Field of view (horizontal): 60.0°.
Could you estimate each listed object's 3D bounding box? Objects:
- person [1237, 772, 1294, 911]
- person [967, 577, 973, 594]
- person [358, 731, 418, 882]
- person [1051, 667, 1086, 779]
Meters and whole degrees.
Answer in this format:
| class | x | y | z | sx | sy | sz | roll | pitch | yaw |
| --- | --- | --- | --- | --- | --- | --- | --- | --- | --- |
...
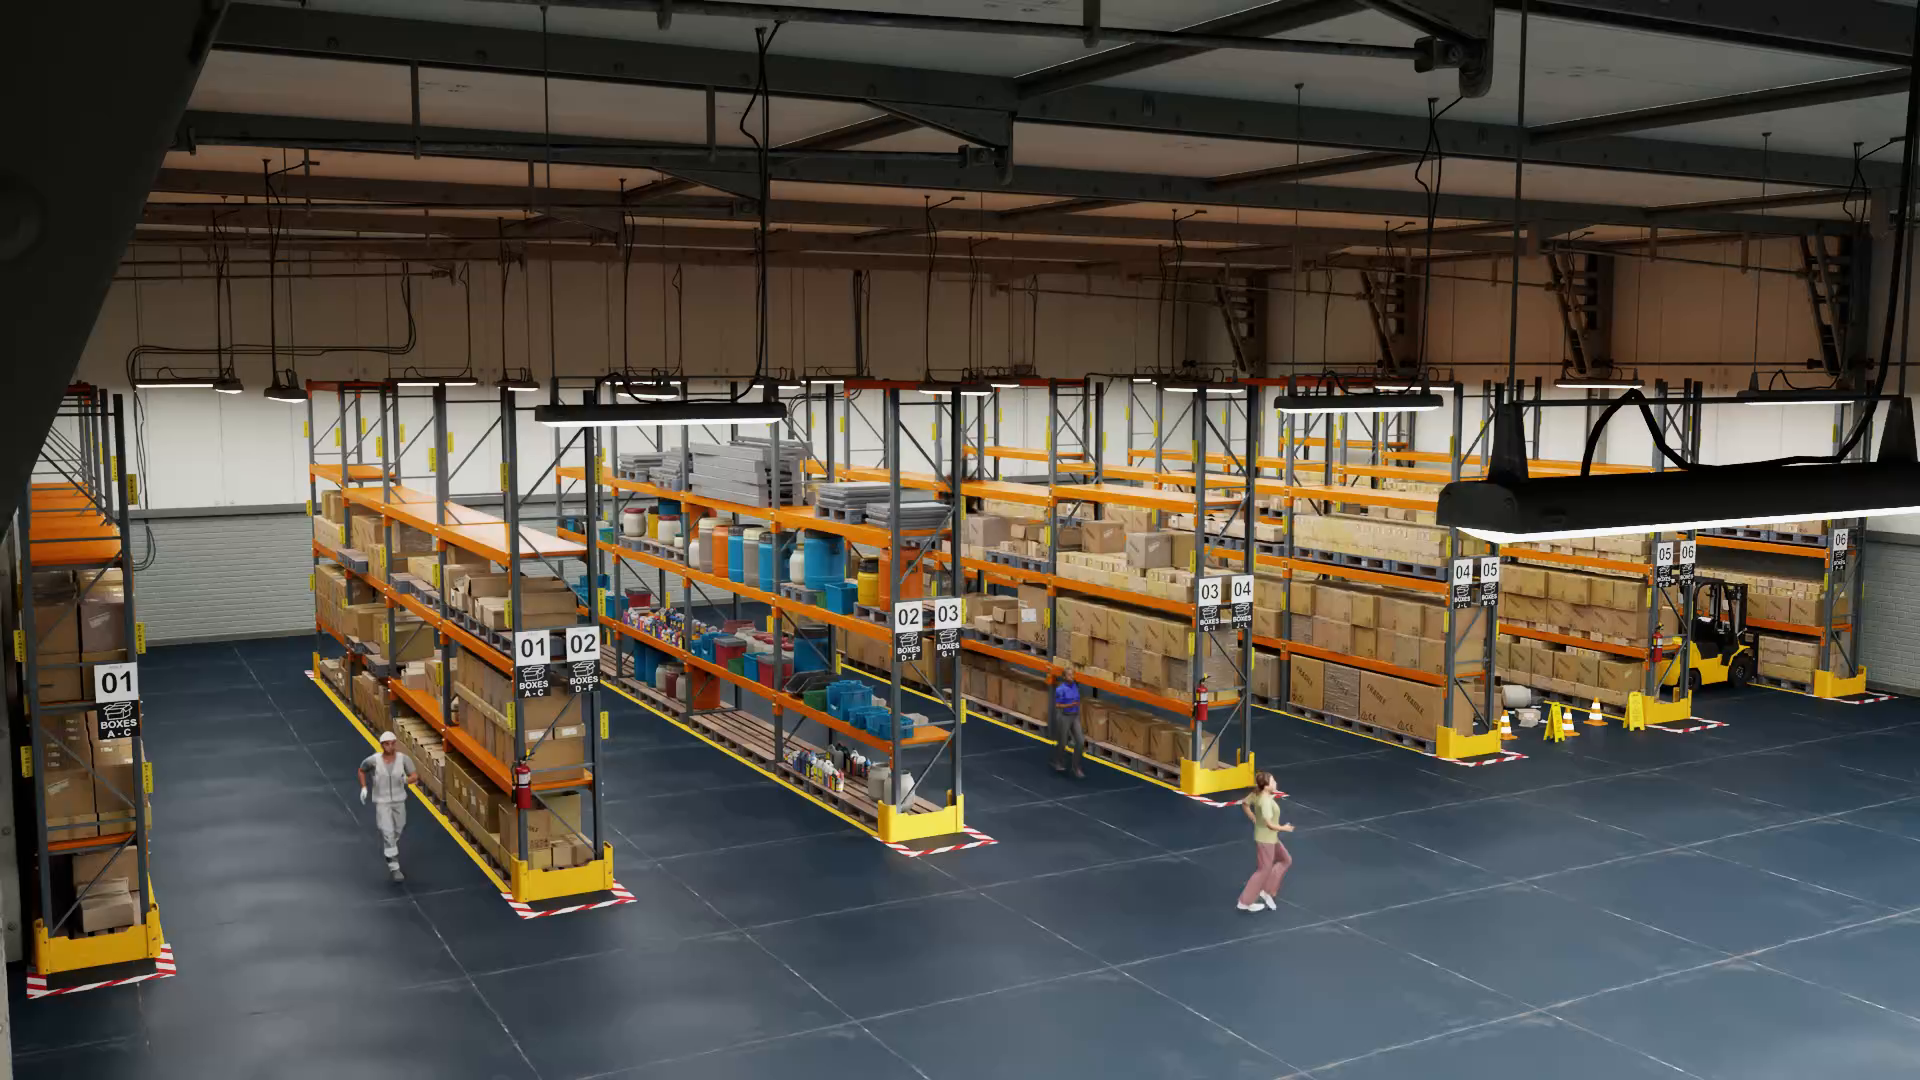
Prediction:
| class | x | y | z | sx | sy | sz | roll | pitch | yaw |
| --- | --- | --- | --- | --- | --- | --- | --- | --- | --- |
| person | 3.527 | 3.477 | 19.184 | 0.644 | 1.653 | 0.582 | 0 | 6 | 0 |
| person | 0.025 | 0.956 | 42.182 | 1.033 | 1.718 | 0.759 | 2 | 6 | 14 |
| person | -7.034 | 3.226 | 20.514 | 0.663 | 1.777 | 1.004 | -4 | 7 | -32 |
| person | 1.670 | 2.803 | 25.504 | 0.556 | 1.714 | 0.714 | -4 | 7 | -32 |
